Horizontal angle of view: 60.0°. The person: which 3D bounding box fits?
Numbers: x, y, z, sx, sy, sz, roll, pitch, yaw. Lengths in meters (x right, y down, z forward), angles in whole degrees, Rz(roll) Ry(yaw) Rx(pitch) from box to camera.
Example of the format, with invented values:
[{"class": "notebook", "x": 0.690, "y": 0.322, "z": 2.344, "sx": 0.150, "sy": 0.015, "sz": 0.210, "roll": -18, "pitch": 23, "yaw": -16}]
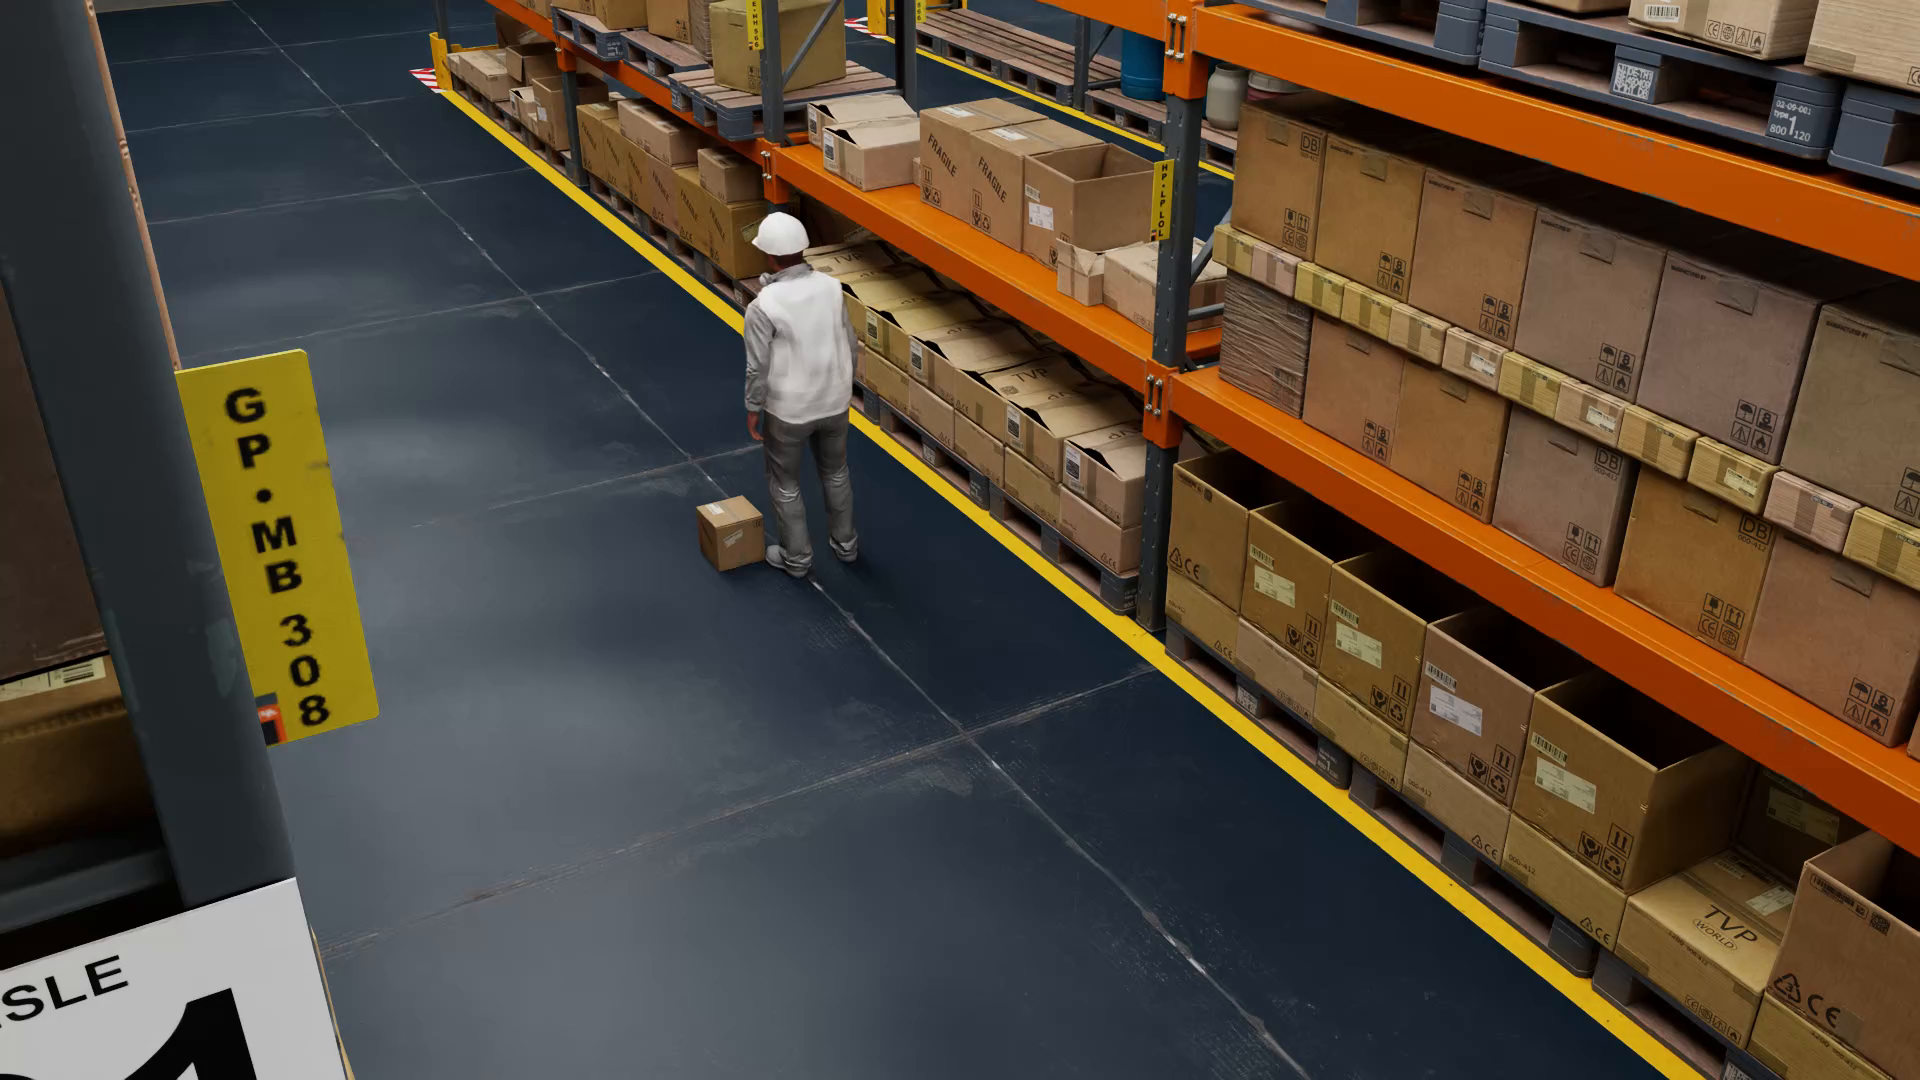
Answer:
[{"class": "person", "x": -0.743, "y": -0.661, "z": 7.803, "sx": 0.589, "sy": 1.767, "sz": 0.464, "roll": -18, "pitch": 33, "yaw": -29}]
